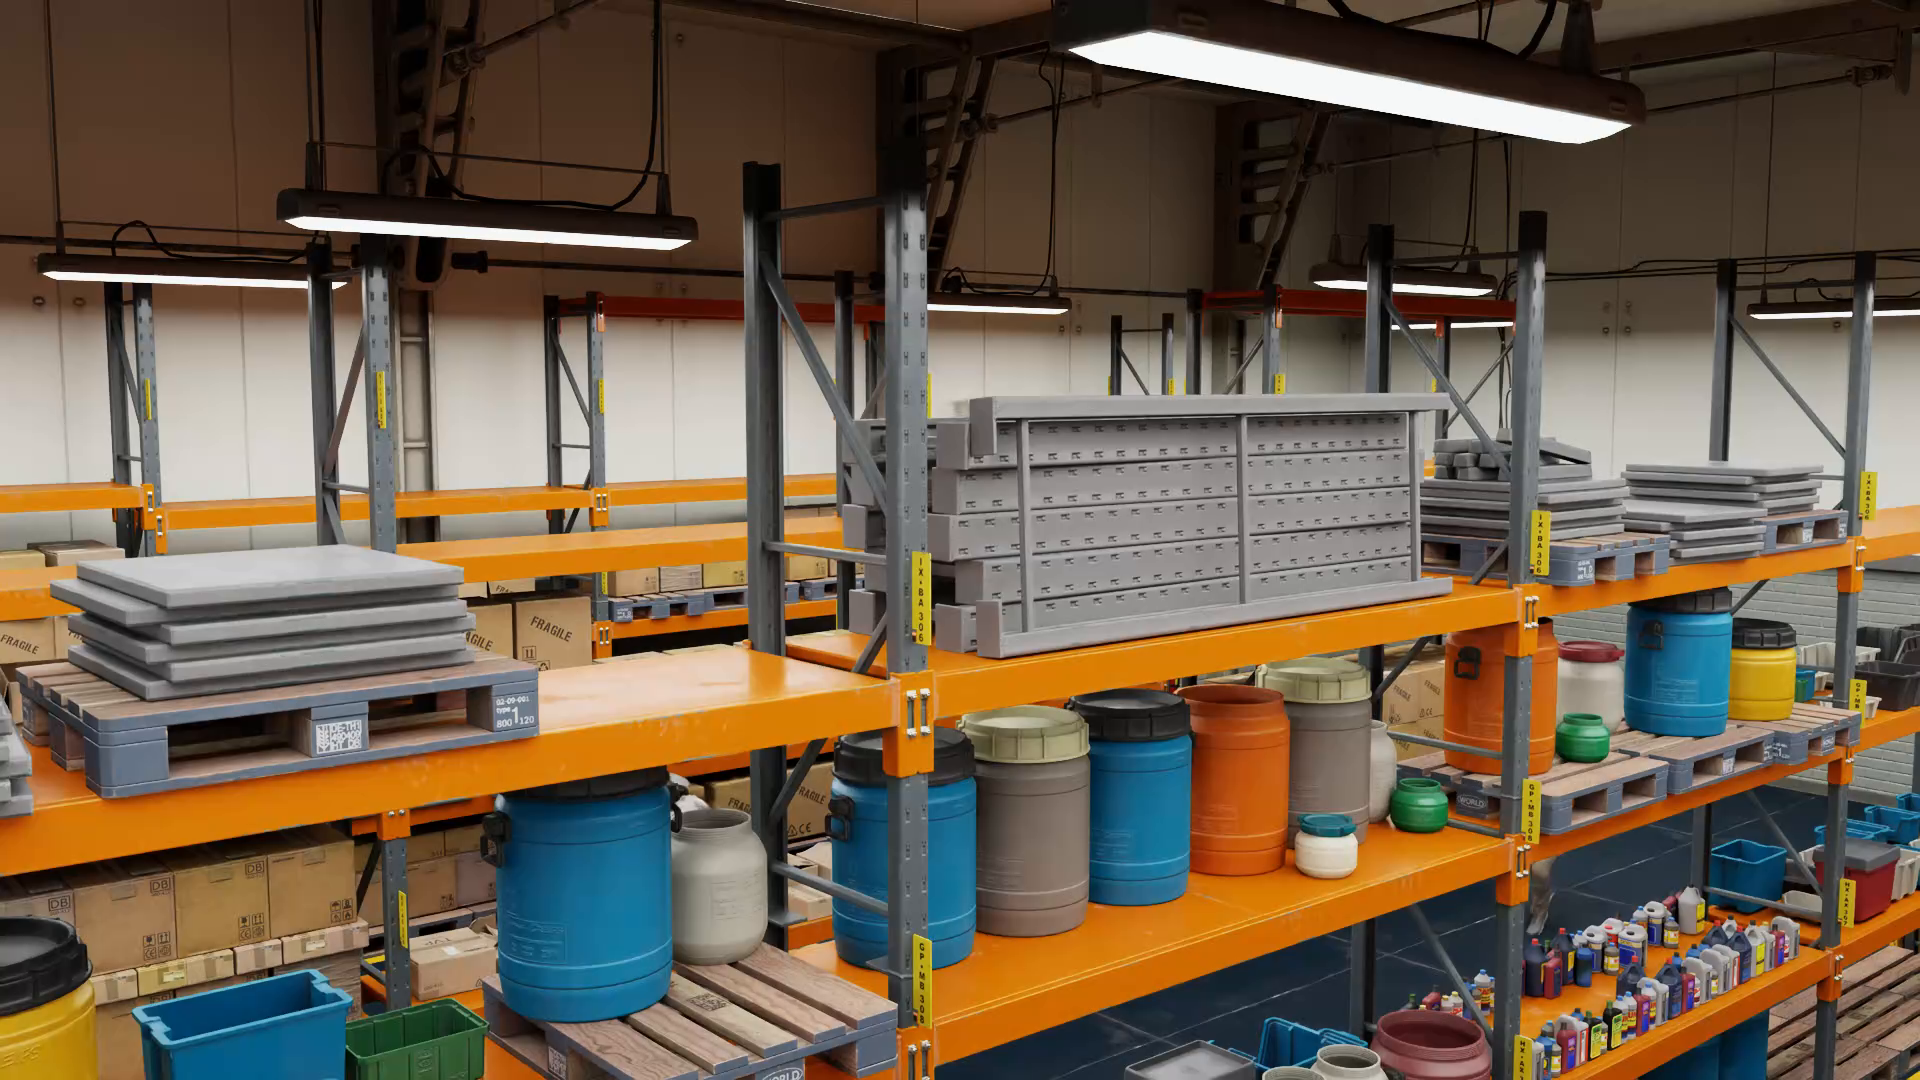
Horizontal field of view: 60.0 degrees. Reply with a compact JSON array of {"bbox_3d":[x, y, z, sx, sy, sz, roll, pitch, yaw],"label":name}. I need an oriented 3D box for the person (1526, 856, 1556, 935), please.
[{"bbox_3d":[5.484,2.804,15.732,0.650,1.797,0.871,5,7,42],"label":"person"}]

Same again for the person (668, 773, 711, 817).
[{"bbox_3d":[-2.515,2.887,15.262,0.684,1.597,0.719,-2,6,-16],"label":"person"}]
